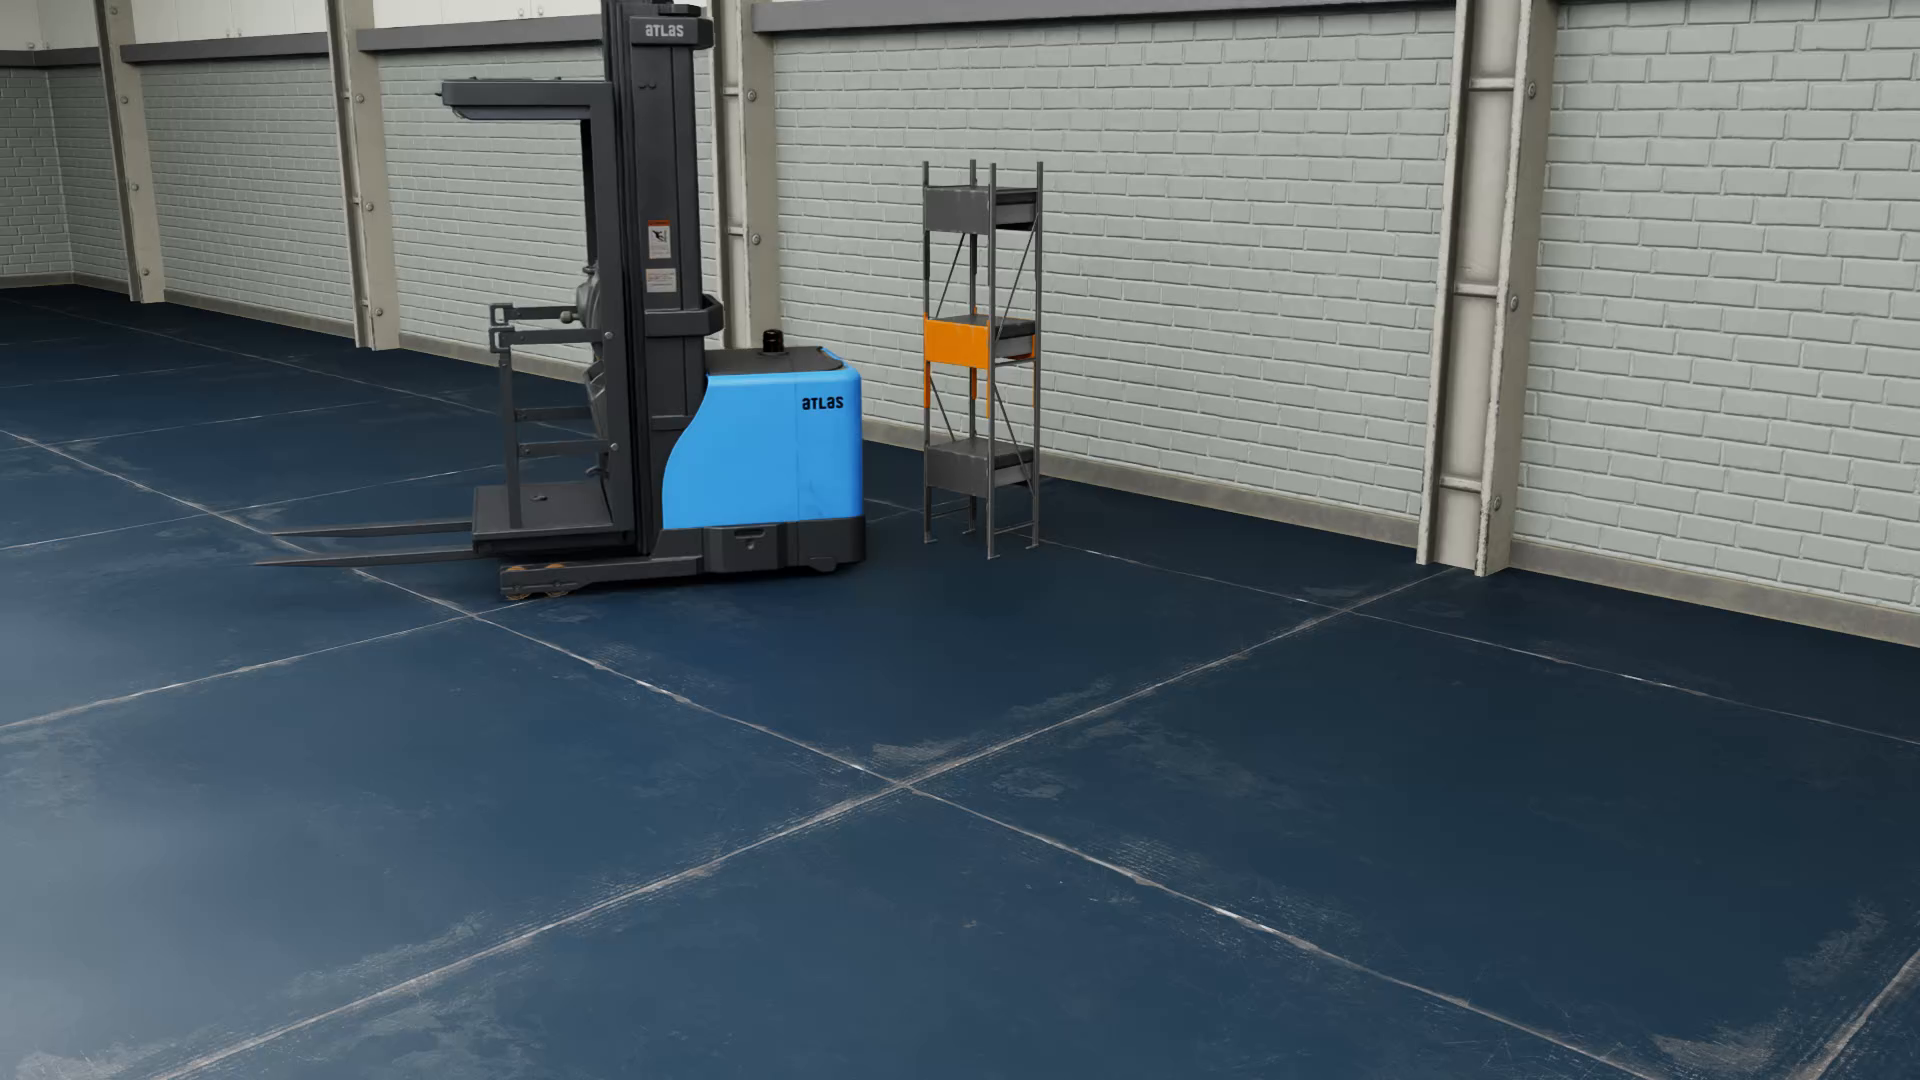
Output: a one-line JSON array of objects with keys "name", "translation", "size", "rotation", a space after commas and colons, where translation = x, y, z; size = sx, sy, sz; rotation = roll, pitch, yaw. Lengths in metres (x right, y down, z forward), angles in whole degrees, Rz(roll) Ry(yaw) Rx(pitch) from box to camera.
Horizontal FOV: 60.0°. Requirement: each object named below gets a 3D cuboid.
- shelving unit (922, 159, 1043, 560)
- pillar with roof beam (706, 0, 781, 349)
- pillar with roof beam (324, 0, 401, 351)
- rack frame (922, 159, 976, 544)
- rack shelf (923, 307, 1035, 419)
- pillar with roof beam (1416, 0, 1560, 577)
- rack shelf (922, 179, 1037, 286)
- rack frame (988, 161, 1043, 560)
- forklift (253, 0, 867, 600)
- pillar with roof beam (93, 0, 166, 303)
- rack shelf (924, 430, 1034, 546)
[{"name": "shelving unit", "translation": [0.119, -0.987, 9.056], "size": [0.503, 2.100, 0.431], "rotation": [14, 20, 42]}, {"name": "pillar with roof beam", "translation": [-4.604, -4.493, 8.830], "size": [0.400, 9.000, 9.100], "rotation": [14, 20, 42]}, {"name": "pillar with roof beam", "translation": [-8.923, -5.544, 12.860], "size": [0.400, 9.000, 9.100], "rotation": [14, 20, 42]}, {"name": "rack frame", "translation": [-0.056, -1.030, 9.220], "size": [0.015, 2.100, 0.400], "rotation": [14, 20, 42]}, {"name": "rack shelf", "translation": [0.119, -0.974, 9.060], "size": [0.480, 0.518, 0.431], "rotation": [14, 20, 42]}, {"name": "pillar with roof beam", "translation": [-0.285, -3.443, 4.800], "size": [0.400, 9.000, 9.100], "rotation": [14, 20, 42]}, {"name": "rack shelf", "translation": [0.119, -1.651, 8.883], "size": [0.480, 0.518, 0.431], "rotation": [14, 20, 42]}, {"name": "rack frame", "translation": [0.295, -0.944, 8.892], "size": [0.015, 2.100, 0.400], "rotation": [14, 20, 42]}, {"name": "forklift", "translation": [-2.070, -1.266, 8.480], "size": [3.031, 2.935, 1.130], "rotation": [-4, 15, -15]}, {"name": "pillar with roof beam", "translation": [-13.242, -6.594, 16.890], "size": [0.400, 9.000, 9.100], "rotation": [14, 20, 42]}, {"name": "rack shelf", "translation": [0.119, -0.297, 9.236], "size": [0.480, 0.518, 0.431], "rotation": [14, 20, 42]}]
